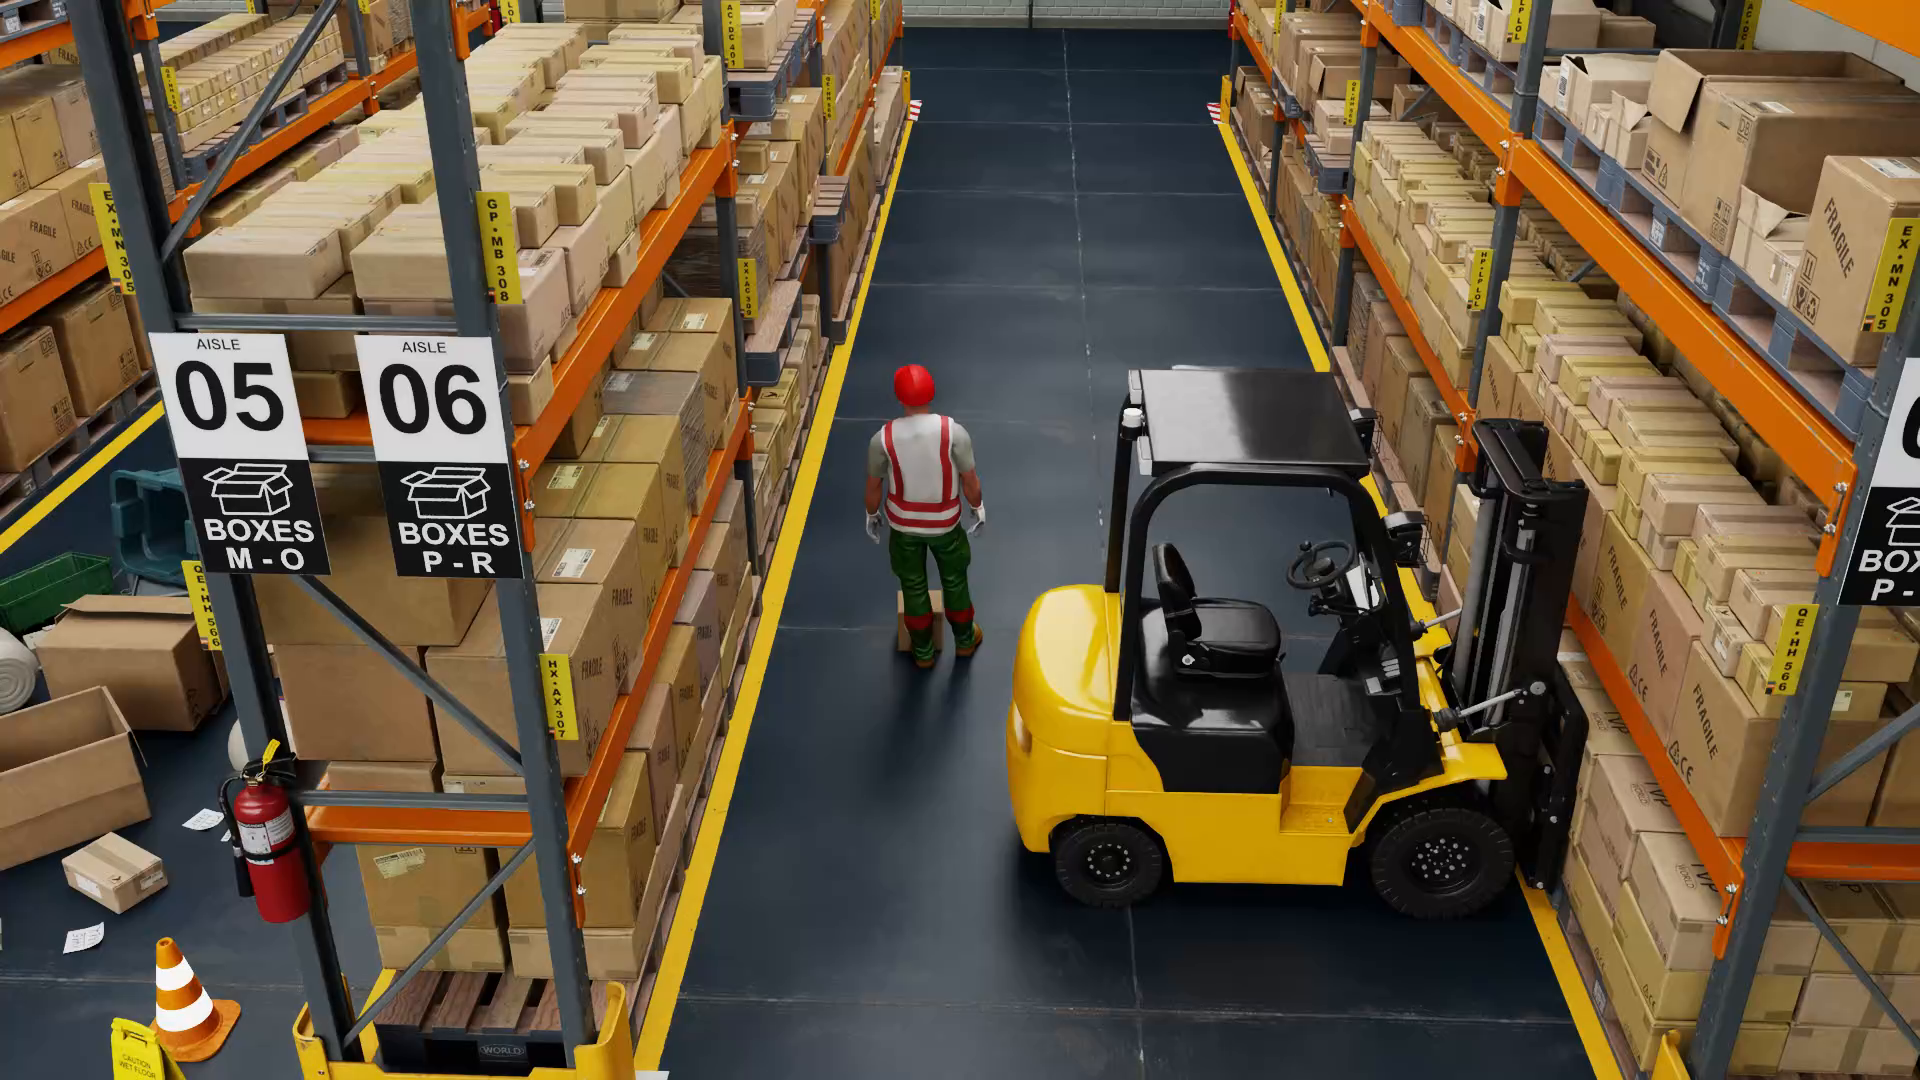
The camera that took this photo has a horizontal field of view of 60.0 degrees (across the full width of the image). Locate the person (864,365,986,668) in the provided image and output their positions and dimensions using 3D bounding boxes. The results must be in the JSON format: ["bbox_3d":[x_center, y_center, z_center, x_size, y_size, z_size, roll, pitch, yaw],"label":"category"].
[{"bbox_3d":[-0.180,-0.145,8.850,0.638,1.787,0.565,0,28,0],"label":"person"}]
